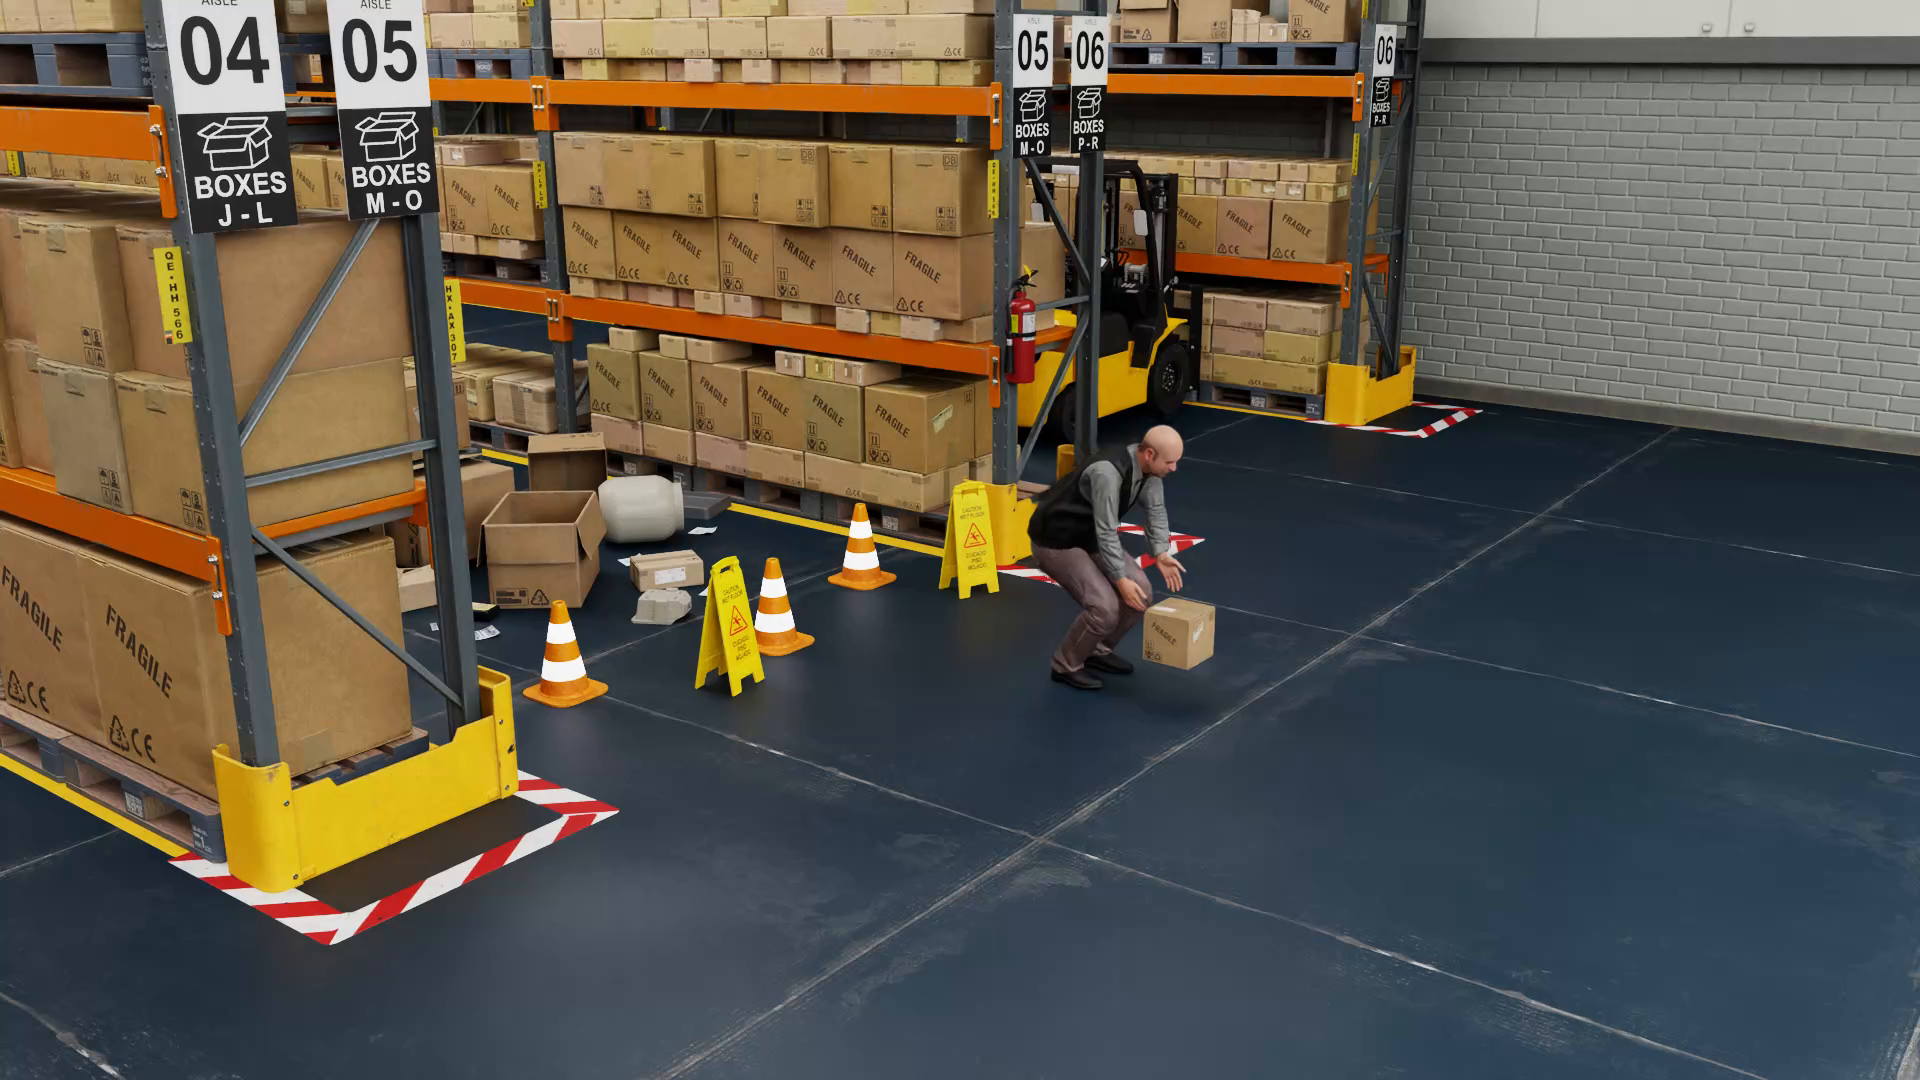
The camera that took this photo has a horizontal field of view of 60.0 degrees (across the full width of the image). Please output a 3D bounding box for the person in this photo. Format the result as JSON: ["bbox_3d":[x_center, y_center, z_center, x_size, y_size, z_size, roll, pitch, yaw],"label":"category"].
[{"bbox_3d":[0.726,0.048,8.140,0.754,1.318,0.590,12,20,35],"label":"person"}]
